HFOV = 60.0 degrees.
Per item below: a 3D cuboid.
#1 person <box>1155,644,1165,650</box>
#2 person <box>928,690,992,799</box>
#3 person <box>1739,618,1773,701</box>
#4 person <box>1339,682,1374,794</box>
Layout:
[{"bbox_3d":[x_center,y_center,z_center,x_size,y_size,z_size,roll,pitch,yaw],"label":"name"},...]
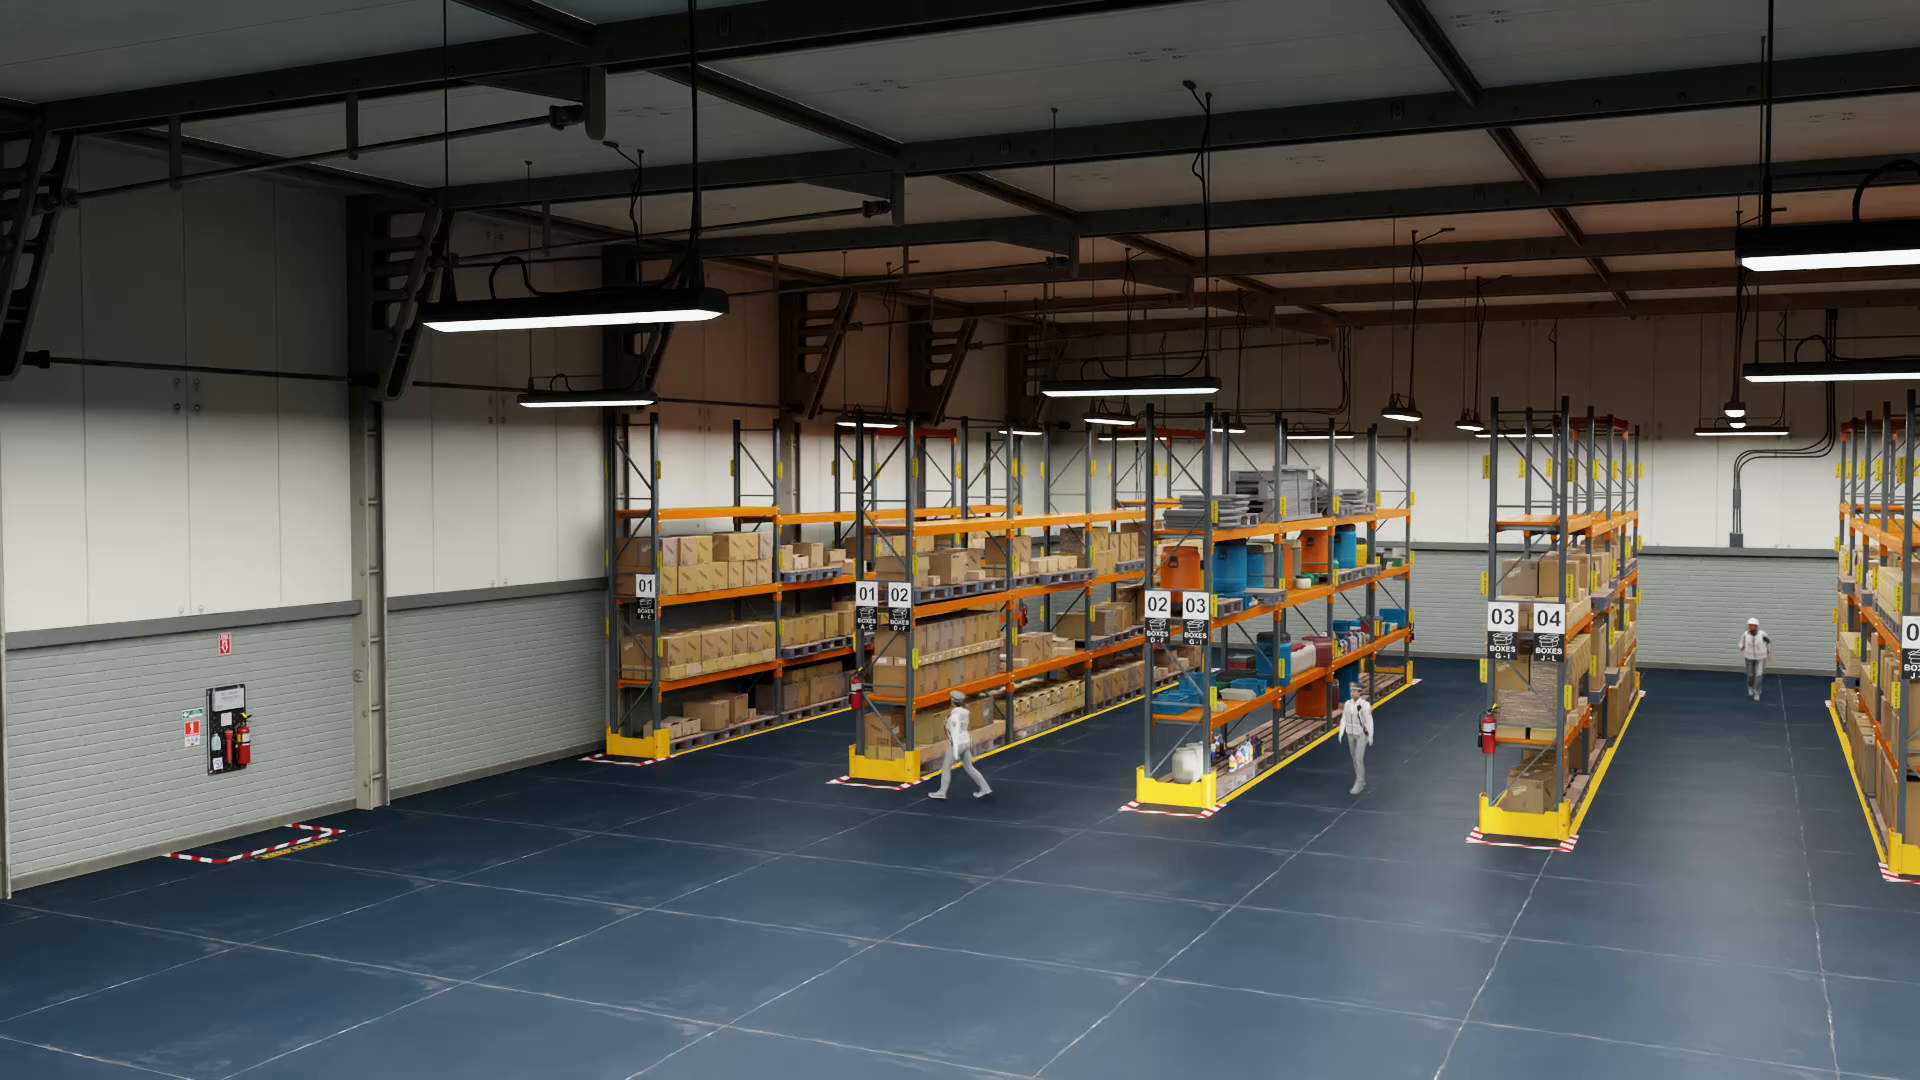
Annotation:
[{"bbox_3d":[5.113,2.384,42.776,0.453,1.692,0.484,1,3,18],"label":"person"},{"bbox_3d":[0.000,3.108,25.208,0.952,1.642,0.518,1,3,23],"label":"person"},{"bbox_3d":[17.381,2.594,36.340,0.676,1.791,0.946,1,3,23],"label":"person"},{"bbox_3d":[6.161,3.060,25.951,0.674,1.679,0.545,-2,3,-38],"label":"person"}]
